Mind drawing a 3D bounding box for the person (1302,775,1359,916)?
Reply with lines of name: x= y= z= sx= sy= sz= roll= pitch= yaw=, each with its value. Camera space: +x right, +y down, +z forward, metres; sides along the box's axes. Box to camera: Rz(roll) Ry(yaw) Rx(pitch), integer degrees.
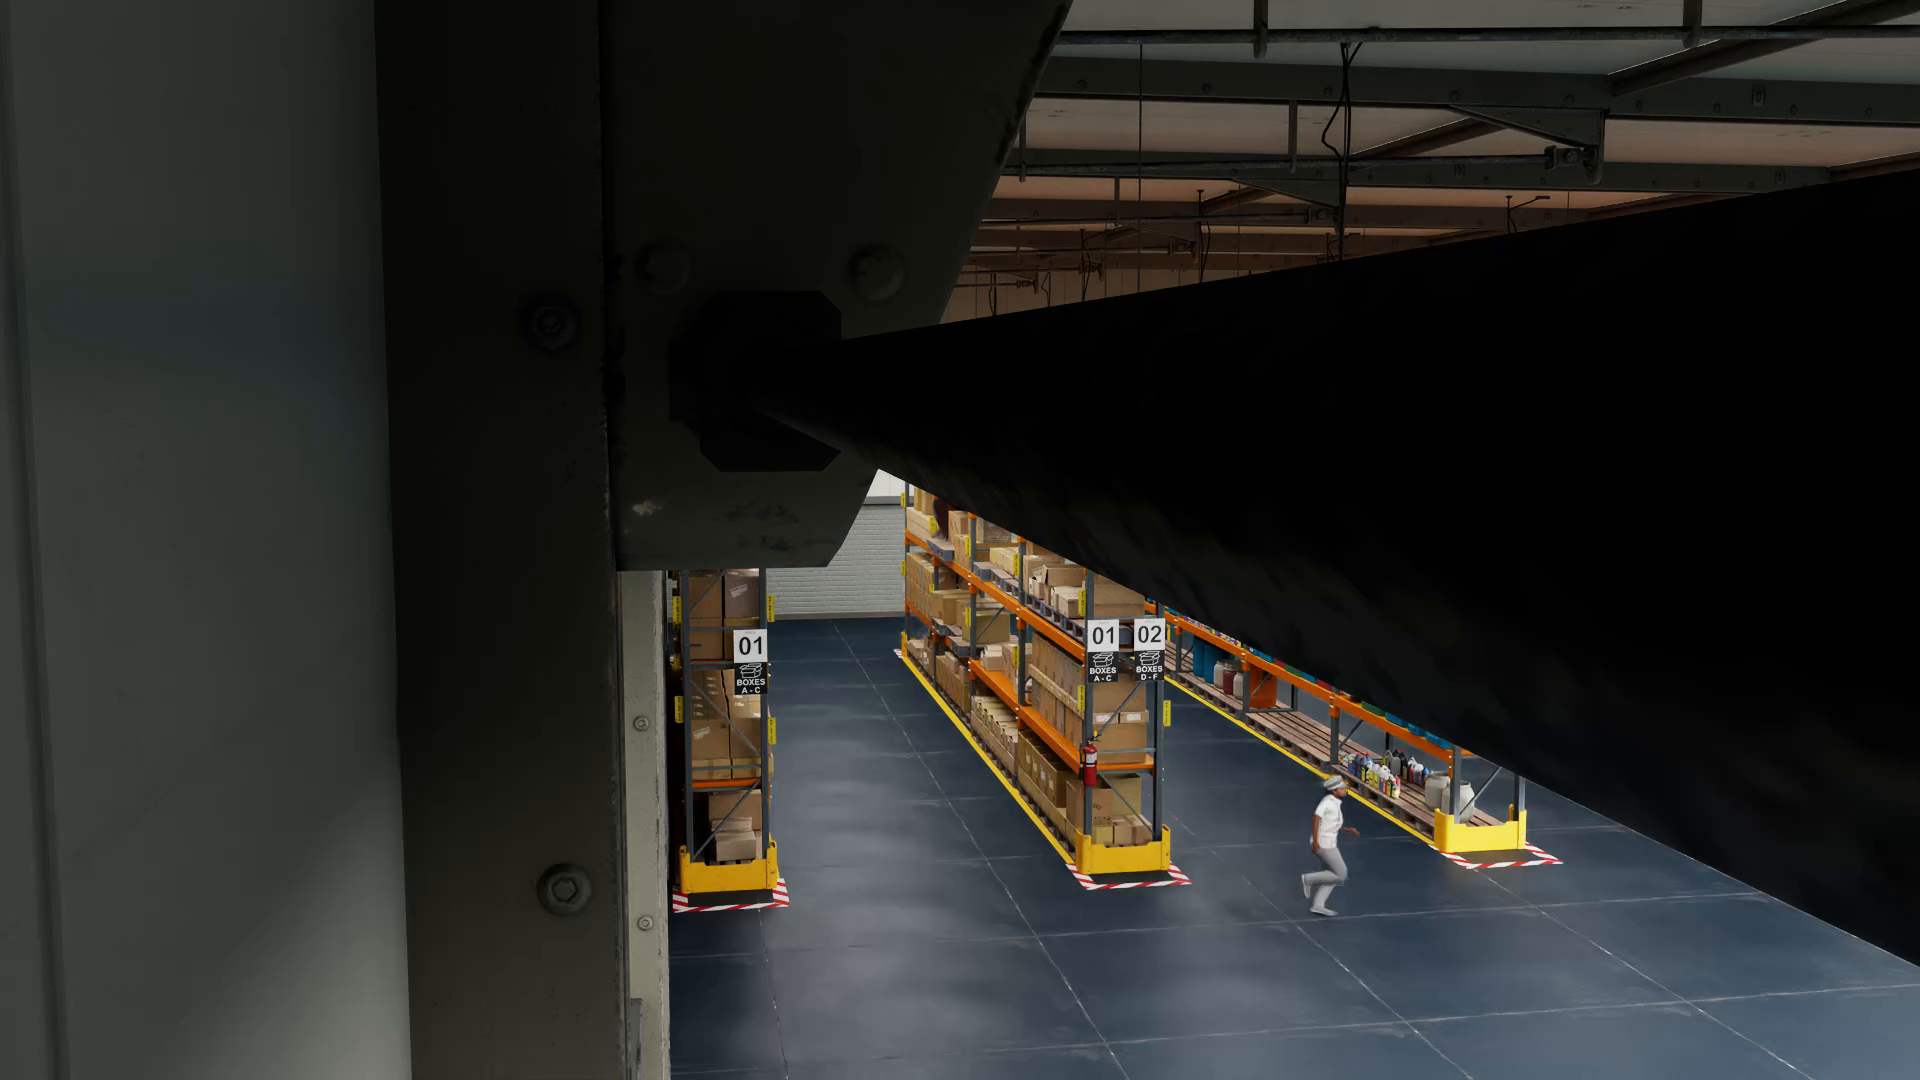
person: x=4.288 y=3.538 z=19.242 sx=0.637 sy=1.645 sz=0.616 roll=2 pitch=6 yaw=15
